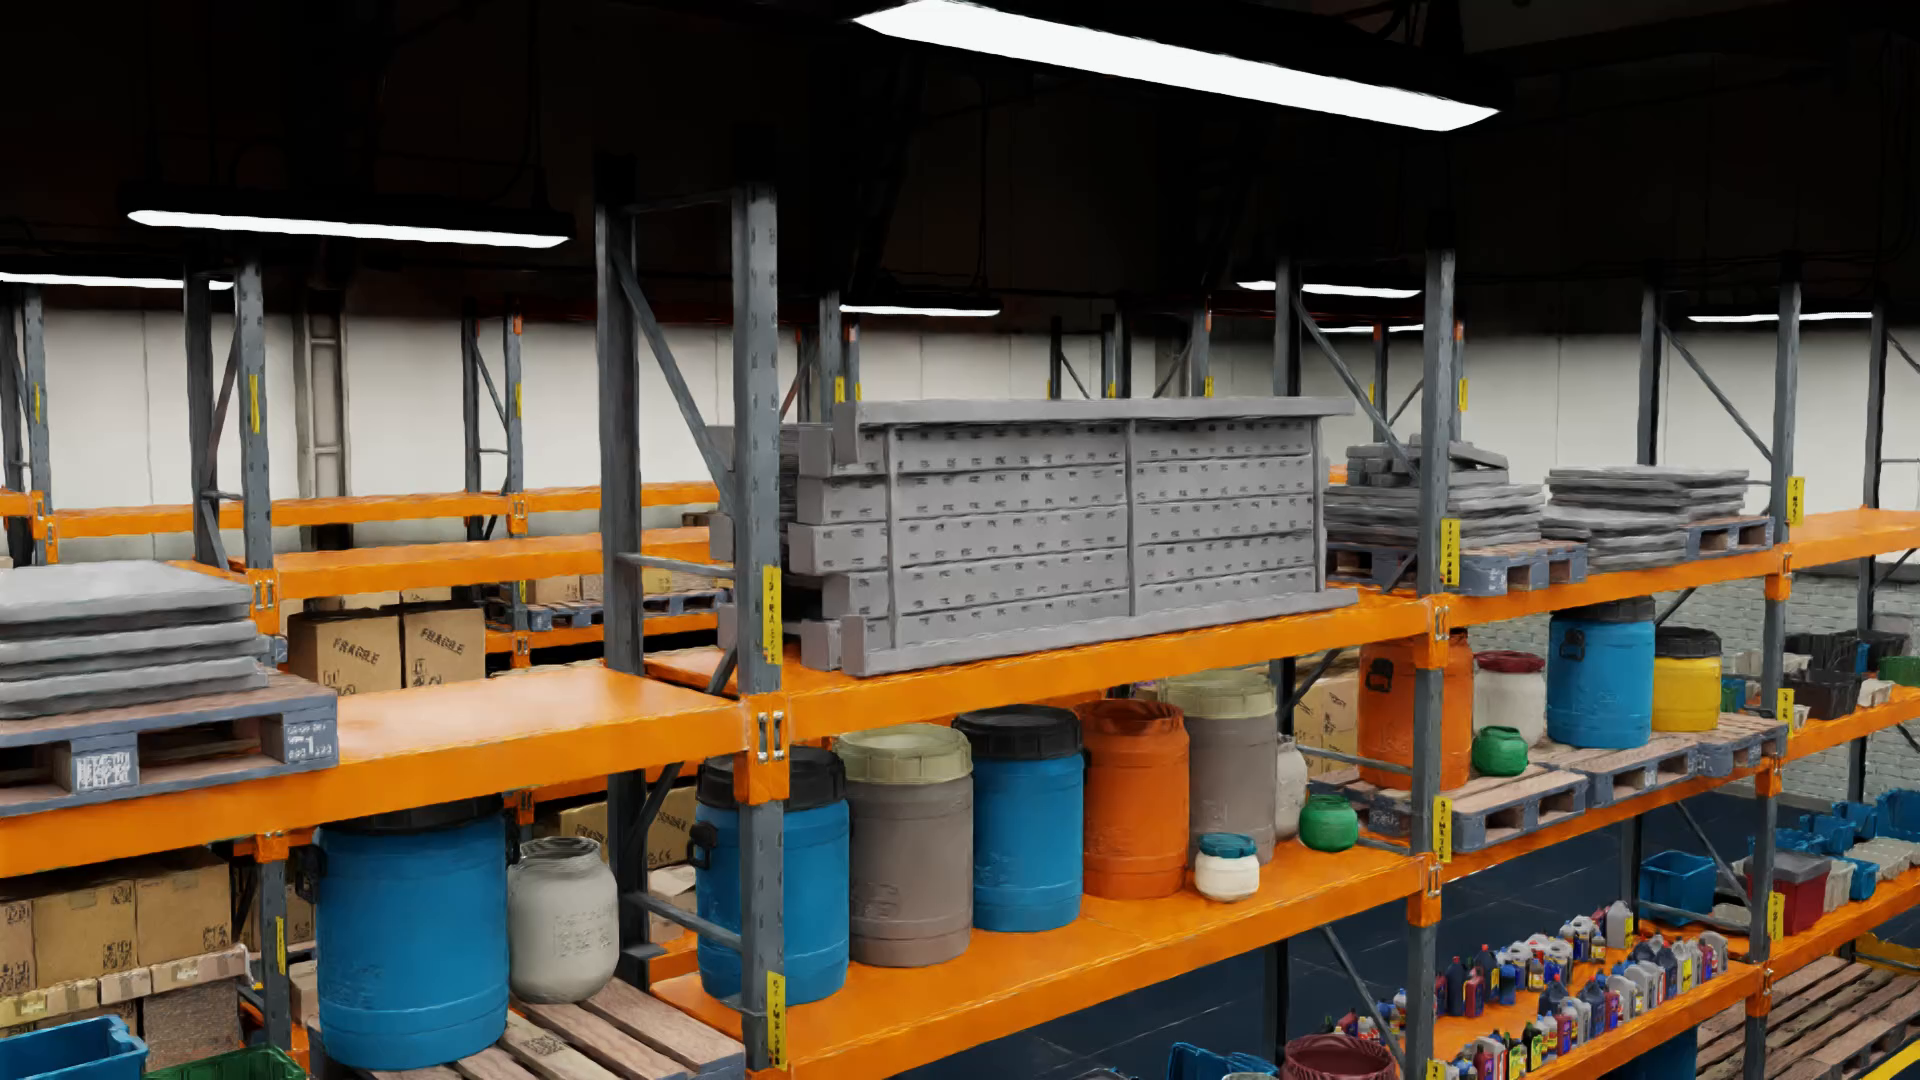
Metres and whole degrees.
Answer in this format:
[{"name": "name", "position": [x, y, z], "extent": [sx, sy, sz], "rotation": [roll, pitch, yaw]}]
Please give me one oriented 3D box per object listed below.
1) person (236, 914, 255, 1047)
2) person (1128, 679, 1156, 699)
[{"name": "person", "position": [-5.034, 3.292, 11.360], "extent": [0.416, 1.598, 0.368], "rotation": [-2, 6, -19]}, {"name": "person", "position": [2.475, 2.268, 22.158], "extent": [0.638, 1.588, 0.528], "rotation": [-1, 5, -9]}]
